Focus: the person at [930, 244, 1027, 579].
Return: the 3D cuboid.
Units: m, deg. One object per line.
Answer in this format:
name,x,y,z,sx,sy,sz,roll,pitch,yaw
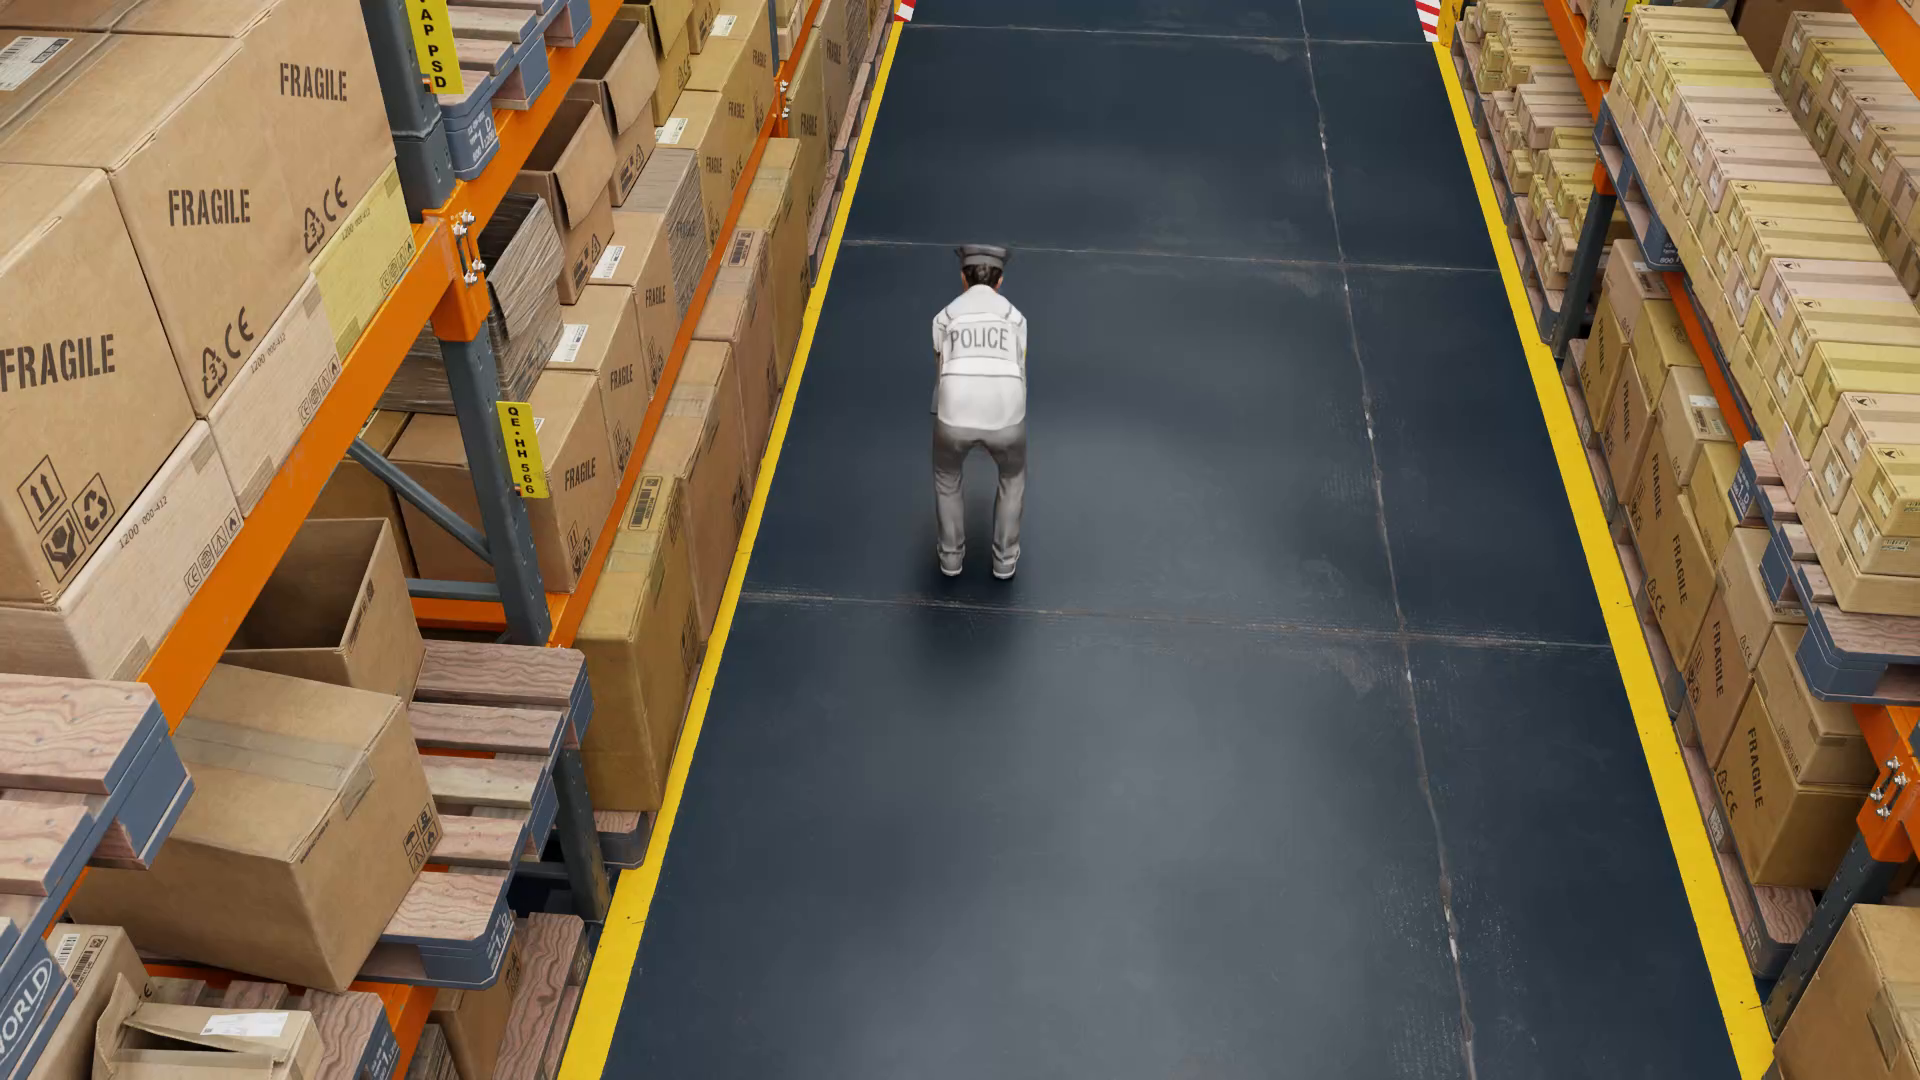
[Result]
person,0.086,-0.550,7.087,0.410,1.307,0.887,2,40,2
